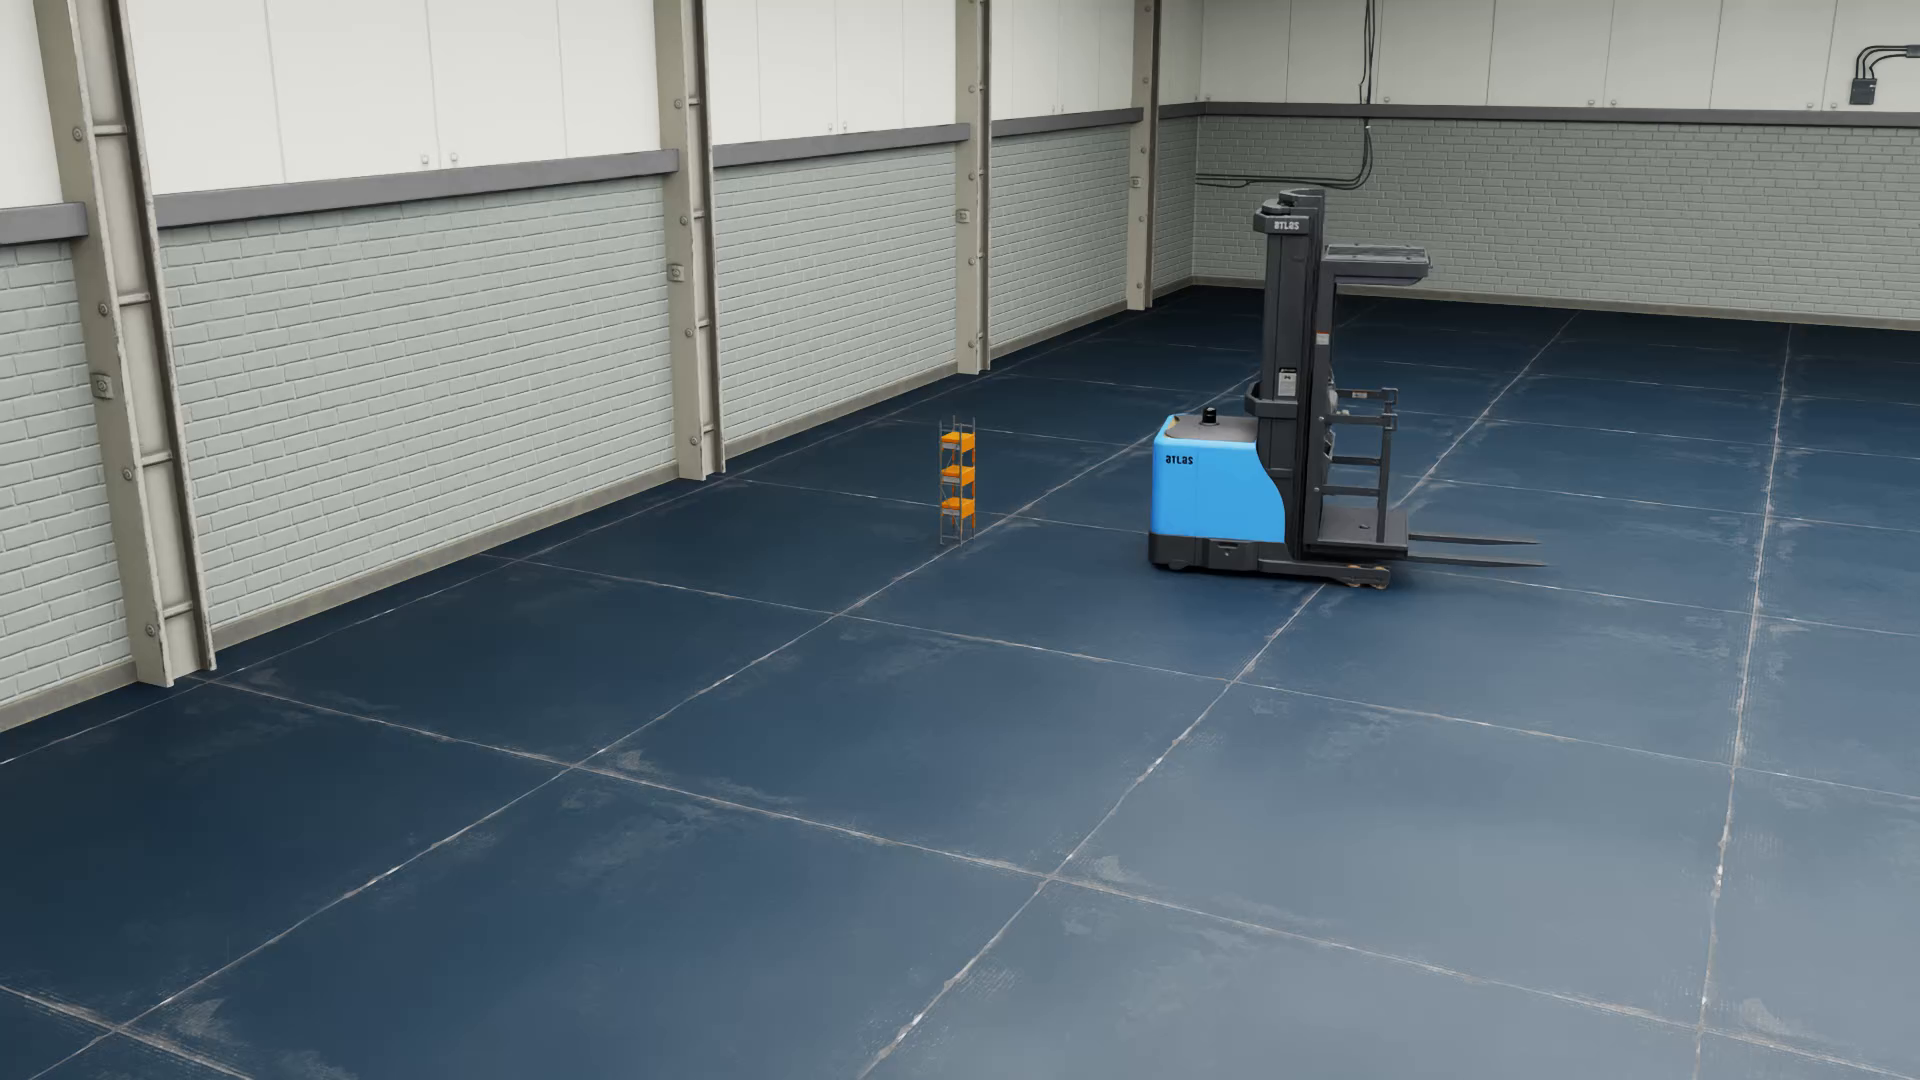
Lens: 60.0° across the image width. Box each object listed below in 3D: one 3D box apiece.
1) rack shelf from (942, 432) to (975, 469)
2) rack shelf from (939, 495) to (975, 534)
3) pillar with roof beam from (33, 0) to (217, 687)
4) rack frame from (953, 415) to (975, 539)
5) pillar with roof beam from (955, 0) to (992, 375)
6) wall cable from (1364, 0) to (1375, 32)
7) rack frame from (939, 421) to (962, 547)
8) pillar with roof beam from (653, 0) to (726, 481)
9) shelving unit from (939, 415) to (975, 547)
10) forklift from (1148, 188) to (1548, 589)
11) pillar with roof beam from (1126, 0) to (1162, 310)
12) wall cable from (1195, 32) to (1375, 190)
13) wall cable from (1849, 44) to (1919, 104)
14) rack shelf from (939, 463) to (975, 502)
[{"bbox_3d":[-0.024,-0.752,13.751,0.215,0.259,0.240,8,18,25],"label":"rack shelf"},{"bbox_3d":[-0.024,-0.213,13.911,0.215,0.259,0.240,8,18,25],"label":"rack shelf"},{"bbox_3d":[-1.347,-2.877,7.907,9.100,9.000,0.400,8,18,25],"label":"pillar with roof beam"},{"bbox_3d":[0.031,-0.521,13.934,0.200,1.050,0.008,8,18,25],"label":"rack frame"},{"bbox_3d":[4.015,-5.934,18.198,9.100,9.000,0.400,8,18,25],"label":"pillar with roof beam"},{"bbox_3d":[7.765,-9.180,25.712,3.097,2.526,0.112,8,18,25],"label":"wall cable"},{"bbox_3d":[-0.078,-0.459,13.724,0.200,1.050,0.008,8,18,25],"label":"rack frame"},{"bbox_3d":[1.334,-4.406,13.052,9.100,9.000,0.400,8,18,25],"label":"pillar with roof beam"},{"bbox_3d":[-0.024,-0.490,13.829,0.215,1.050,0.252,8,18,25],"label":"shelving unit"},{"bbox_3d":[3.070,-1.198,12.909,3.031,2.935,1.130,4,17,13],"label":"forklift"},{"bbox_3d":[6.696,-7.462,23.343,9.100,9.000,0.400,8,18,25],"label":"pillar with roof beam"},{"bbox_3d":[5.344,-7.104,27.590,3.097,2.526,0.112,8,18,25],"label":"wall cable"},{"bbox_3d":[13.830,-9.010,22.583,2.305,6.003,0.169,8,18,25],"label":"wall cable"},{"bbox_3d":[-0.024,-0.479,13.832,0.215,0.259,0.240,8,18,25],"label":"rack shelf"}]
